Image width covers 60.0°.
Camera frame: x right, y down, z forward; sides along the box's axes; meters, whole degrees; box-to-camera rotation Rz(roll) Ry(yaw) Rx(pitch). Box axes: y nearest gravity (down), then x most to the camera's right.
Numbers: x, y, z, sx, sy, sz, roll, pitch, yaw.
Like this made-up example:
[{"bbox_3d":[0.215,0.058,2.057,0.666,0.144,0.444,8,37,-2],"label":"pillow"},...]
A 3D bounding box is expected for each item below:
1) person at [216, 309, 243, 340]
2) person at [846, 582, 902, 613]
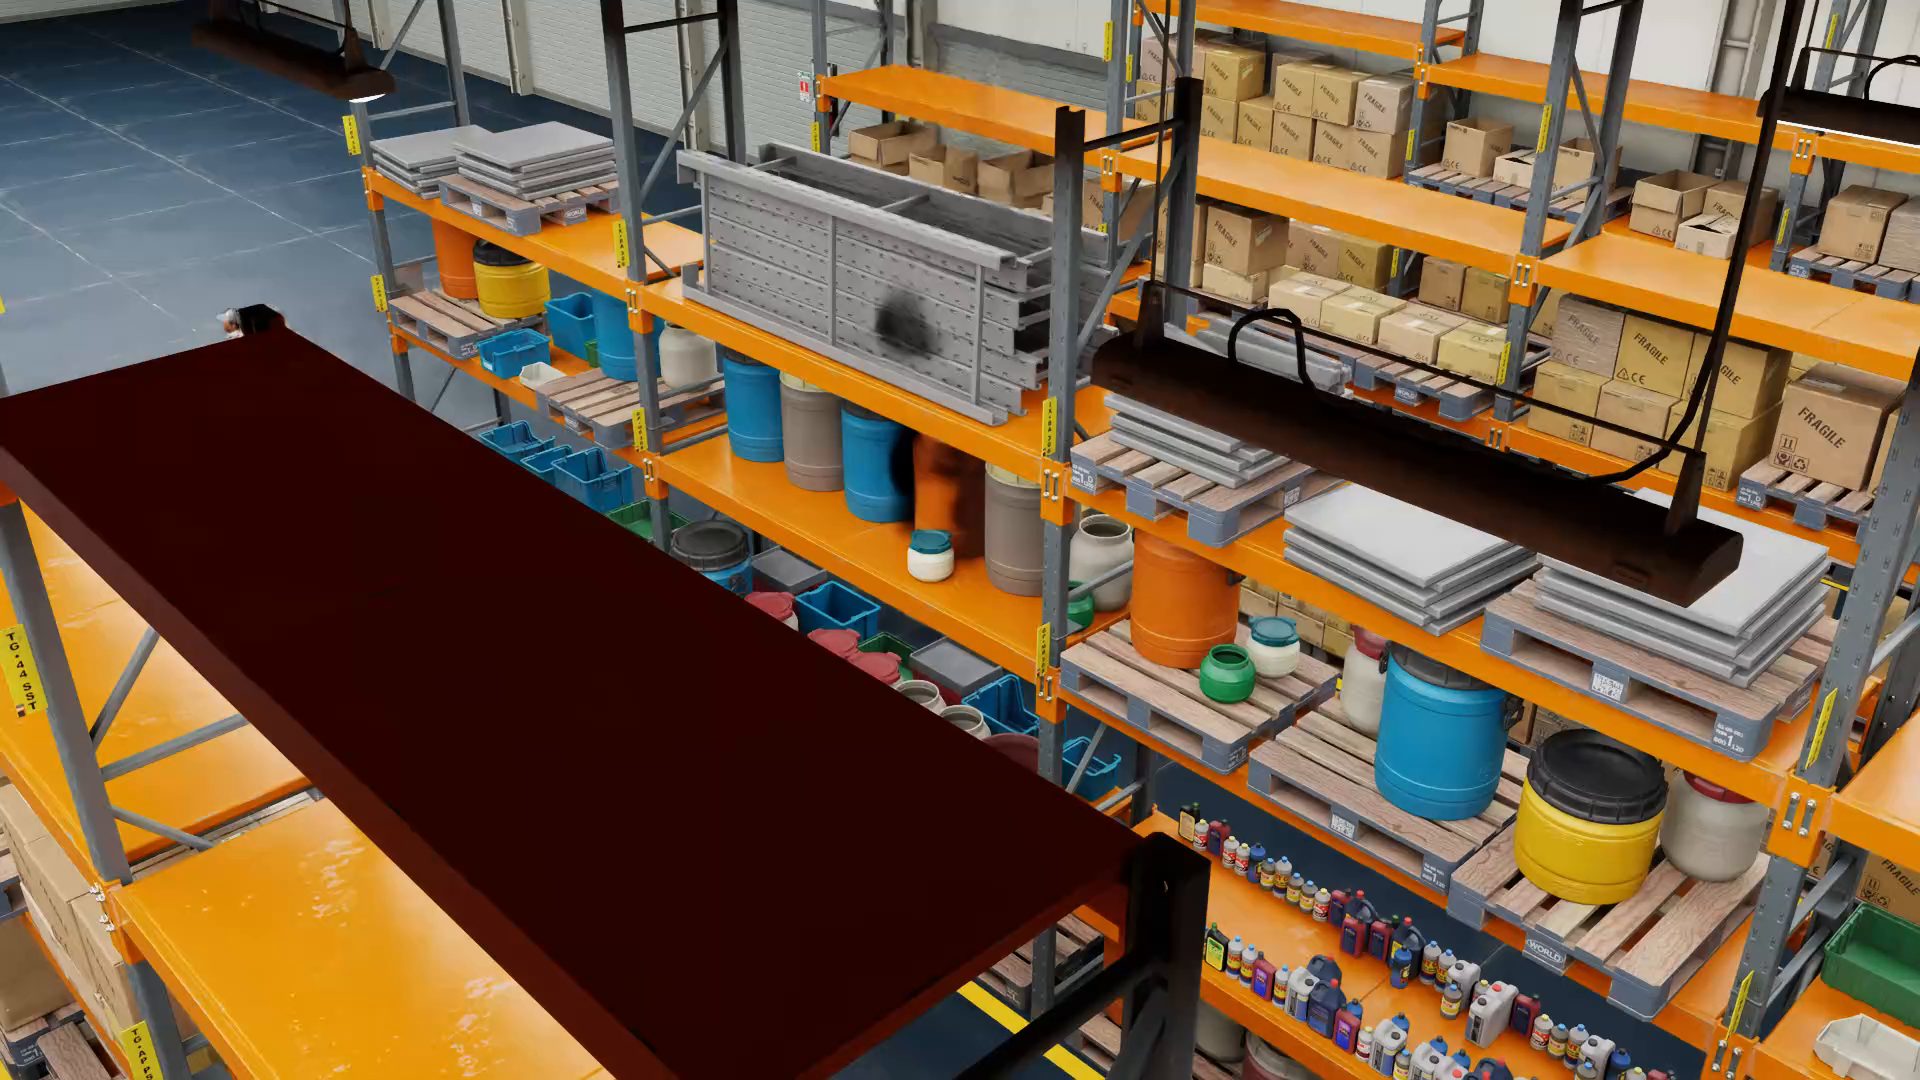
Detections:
[{"bbox_3d":[-7.970,-1.785,18.467,0.505,1.628,0.668,-5,29,-8],"label":"person"},{"bbox_3d":[-0.796,-0.038,15.131,0.904,1.695,0.580,16,32,27],"label":"person"}]
